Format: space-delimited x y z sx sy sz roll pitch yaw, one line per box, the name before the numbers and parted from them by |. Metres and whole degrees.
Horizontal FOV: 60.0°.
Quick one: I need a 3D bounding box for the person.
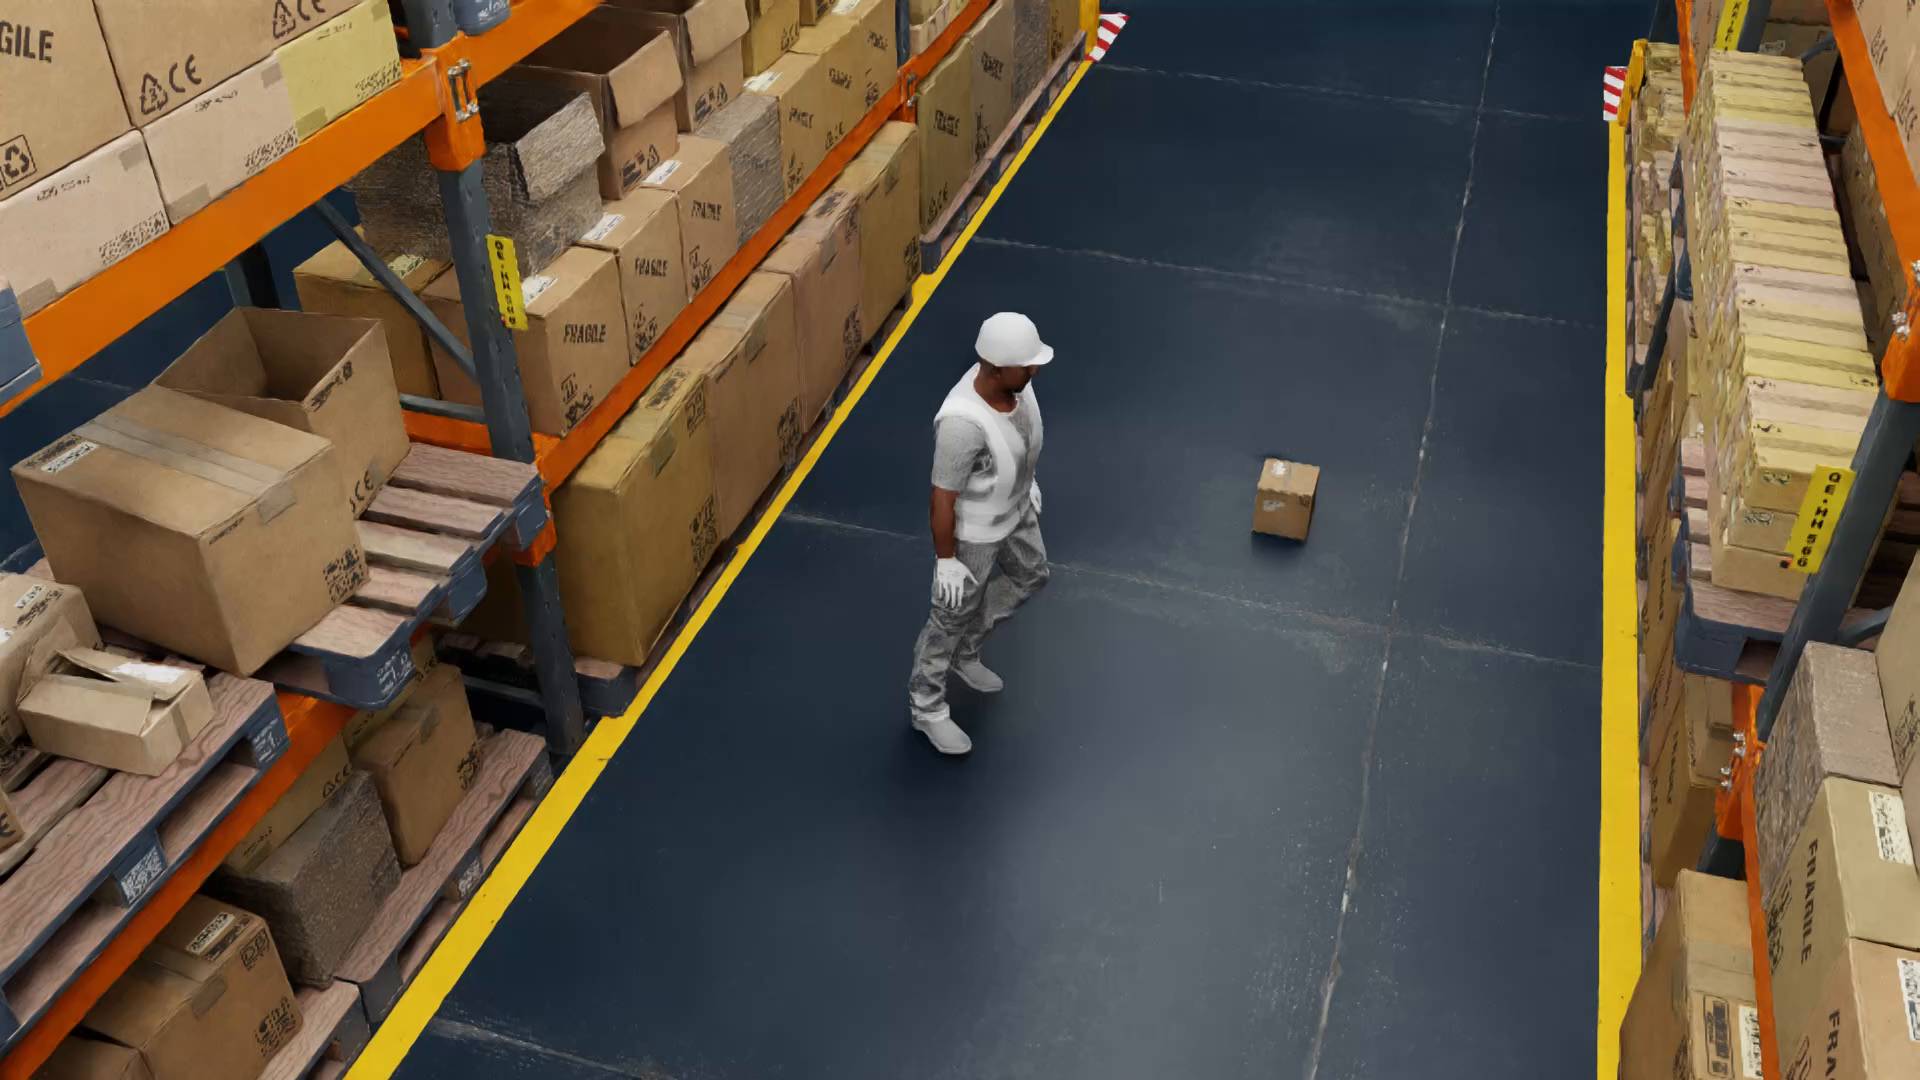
person | 0.099 -0.067 6.185 0.445 1.762 0.726 15 39 20
